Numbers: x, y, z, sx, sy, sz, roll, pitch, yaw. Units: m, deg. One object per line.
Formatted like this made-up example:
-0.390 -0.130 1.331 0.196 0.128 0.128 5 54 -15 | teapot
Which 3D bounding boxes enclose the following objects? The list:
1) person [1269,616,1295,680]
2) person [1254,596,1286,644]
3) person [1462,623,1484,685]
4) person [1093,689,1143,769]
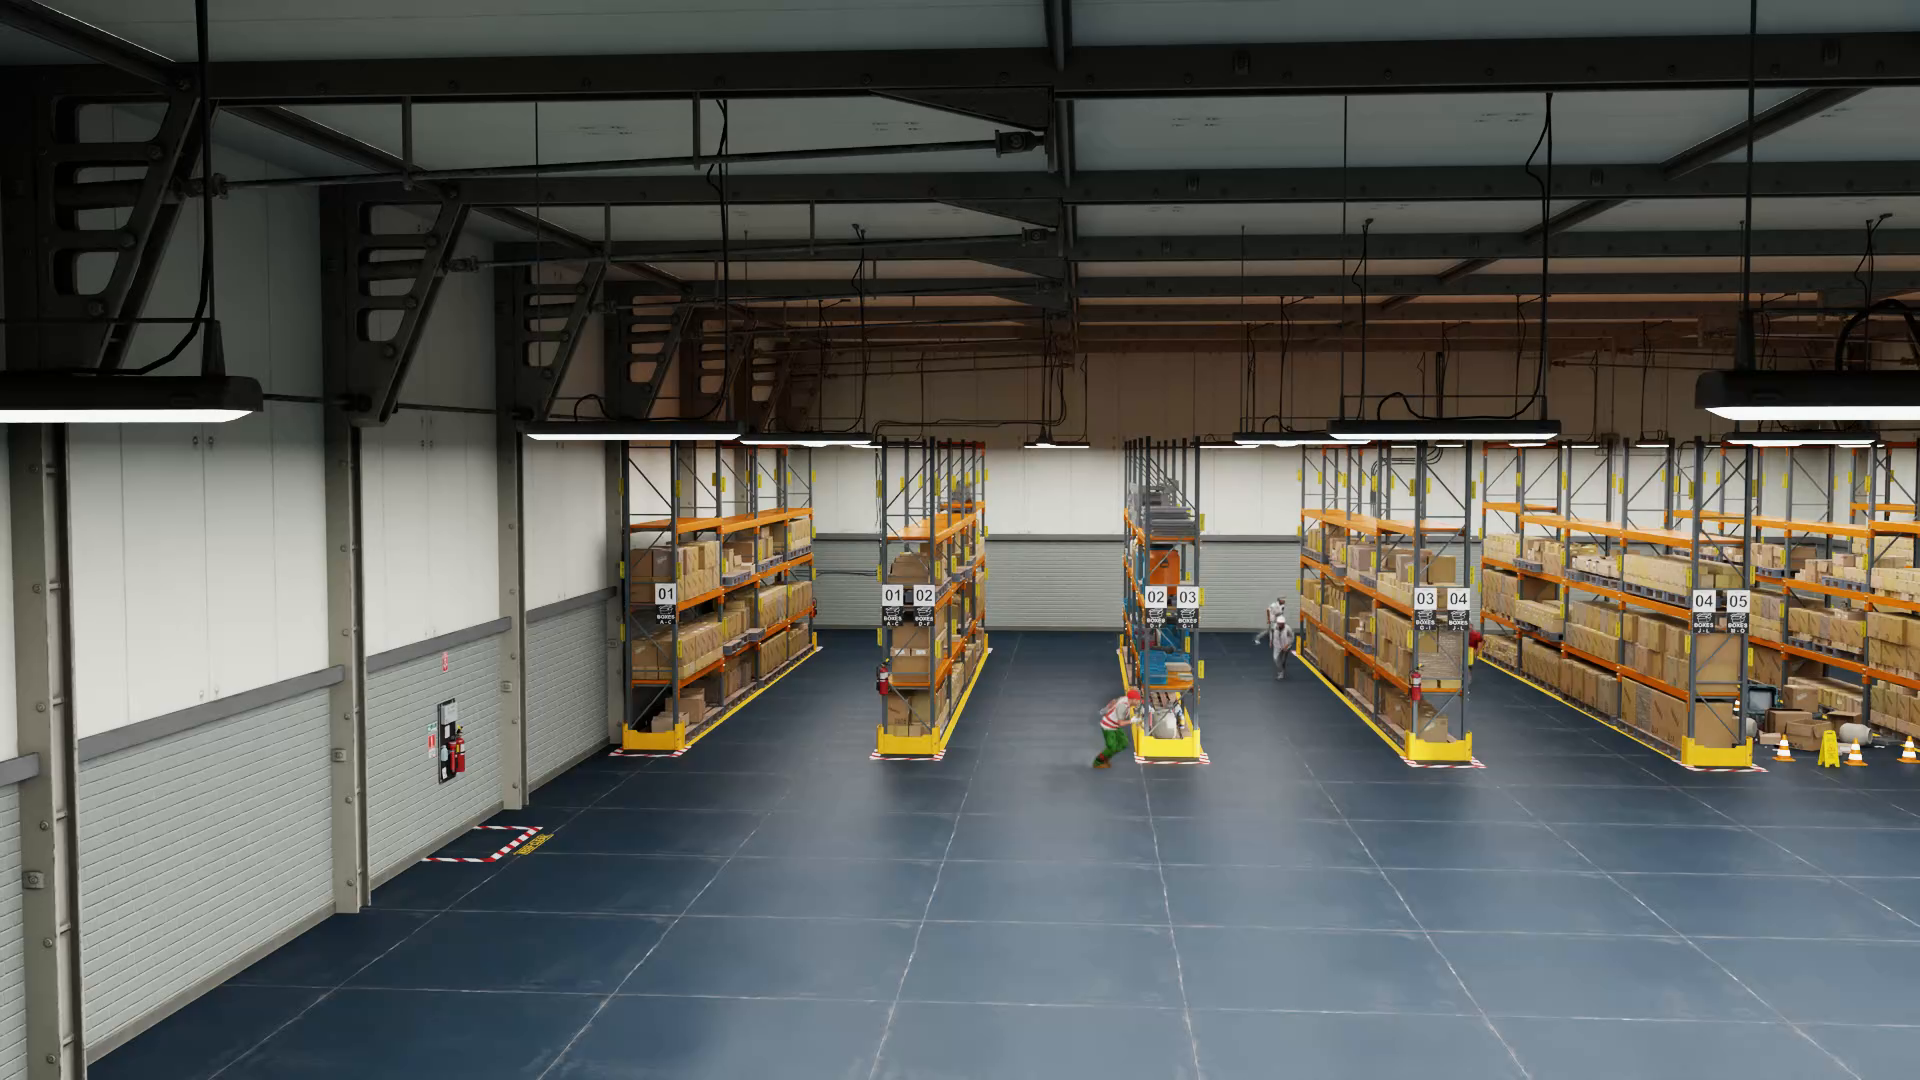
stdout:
8.132 2.677 41.913 0.651 1.621 1.120 1 3 17 | person
9.058 2.368 48.579 0.572 1.517 1.038 -3 4 -43 | person
12.546 2.774 40.896 0.652 1.536 1.093 1 3 19 | person
2.818 3.377 29.681 0.974 1.480 0.675 1 3 22 | person
